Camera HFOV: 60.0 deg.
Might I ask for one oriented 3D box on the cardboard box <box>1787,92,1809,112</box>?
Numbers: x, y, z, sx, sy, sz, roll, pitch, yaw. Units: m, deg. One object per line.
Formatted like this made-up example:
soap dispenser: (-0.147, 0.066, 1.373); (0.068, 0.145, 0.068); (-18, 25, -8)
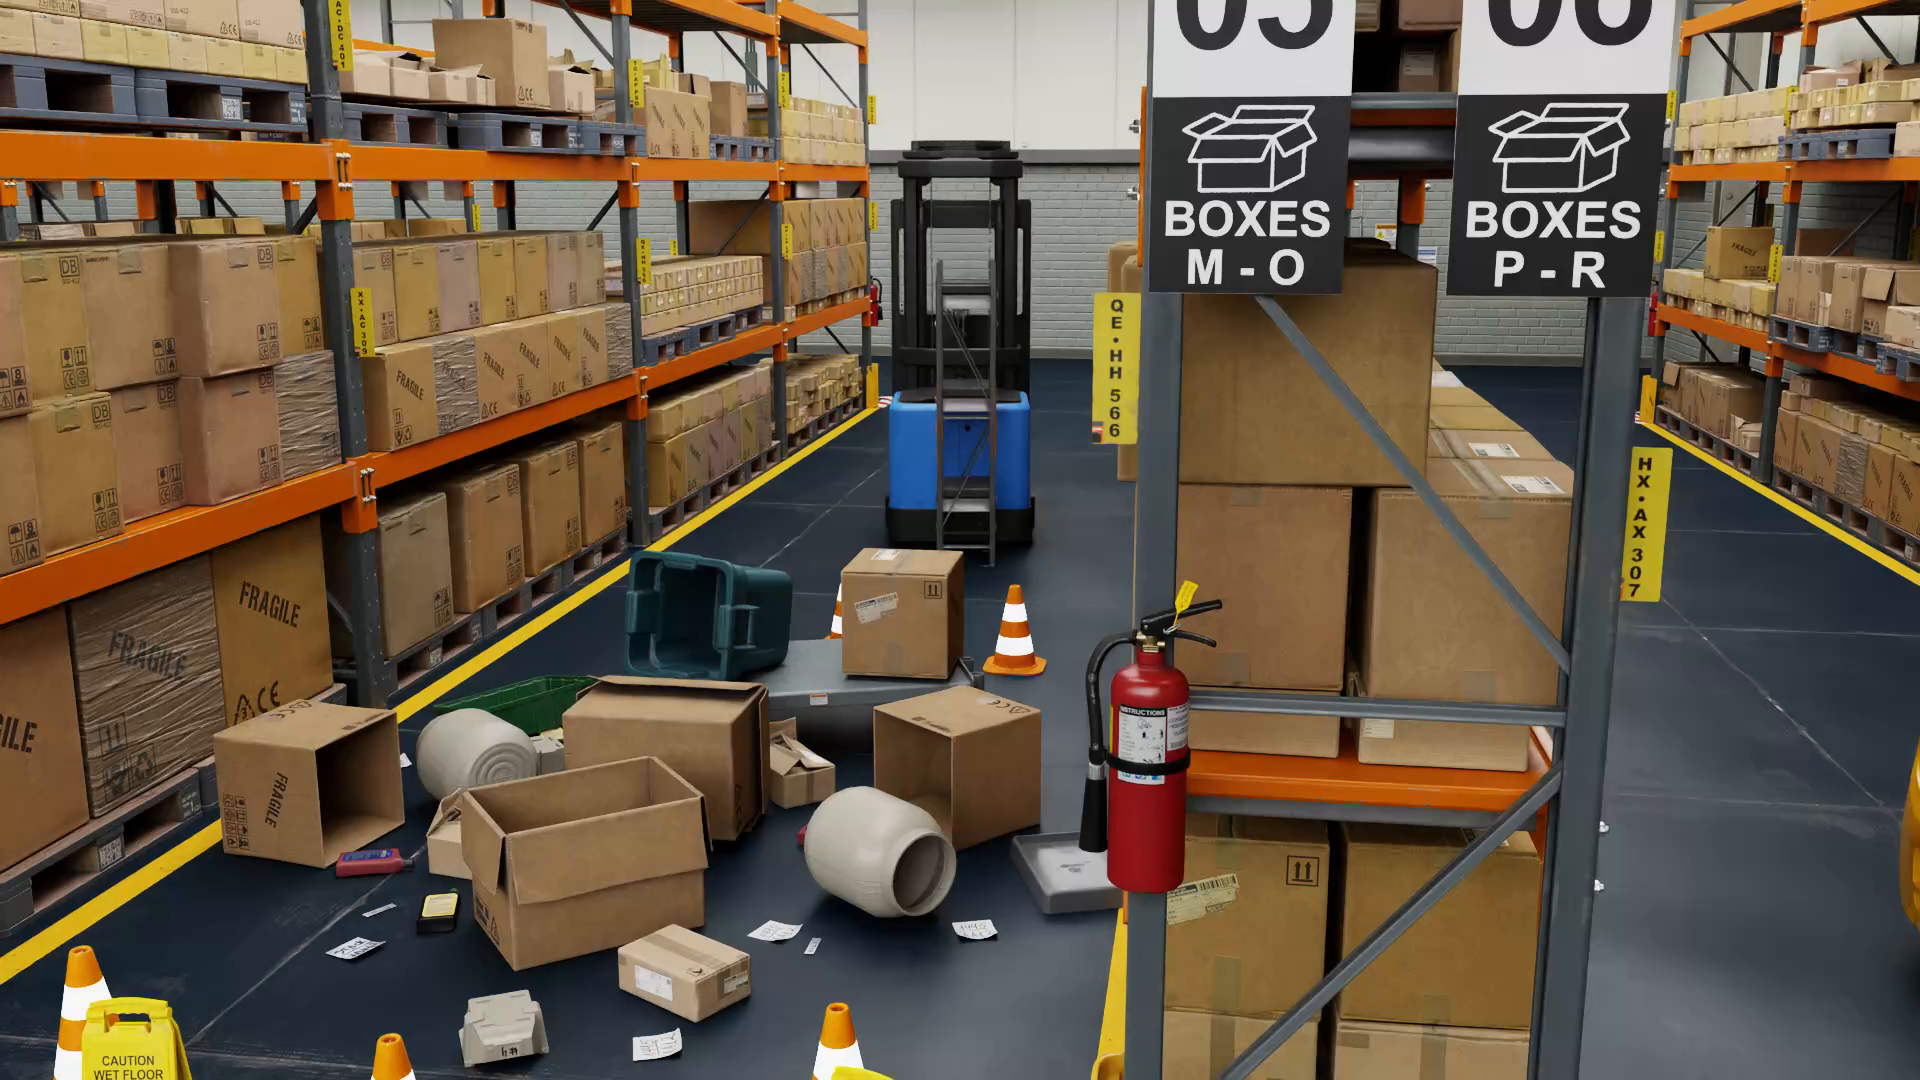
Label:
cardboard box: (7.153, -3.659, 13.887); (0.380, 0.149, 0.250); (2, 12, 10)

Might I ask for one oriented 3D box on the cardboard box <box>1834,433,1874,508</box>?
cardboard box: (7.097, -0.531, 12.774); (0.500, 0.500, 0.500); (1, 12, 7)

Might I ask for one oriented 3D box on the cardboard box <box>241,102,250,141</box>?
cardboard box: (-7.144, -4.044, 15.786); (0.700, 0.500, 0.500); (2, 12, 10)

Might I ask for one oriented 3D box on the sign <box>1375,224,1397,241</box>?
sign: (6.217, -4.481, 24.207); (0.339, 0.242, 0.001); (2, 12, 9)

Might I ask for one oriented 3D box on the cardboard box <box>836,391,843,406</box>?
cardboard box: (-1.506, -1.575, 18.453); (0.380, 0.149, 0.250); (1, 12, 6)

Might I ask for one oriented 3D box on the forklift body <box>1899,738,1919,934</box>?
forklift body: (4.276, 0.495, 5.090); (2.313, 2.155, 1.214); (2, 12, 9)

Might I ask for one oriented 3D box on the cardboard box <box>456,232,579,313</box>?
cardboard box: (-2.950, -1.770, 10.974); (0.700, 0.500, 0.500); (2, 12, 8)

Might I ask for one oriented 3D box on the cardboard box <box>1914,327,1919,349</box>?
cardboard box: (6.739, -1.363, 11.296); (0.380, 0.149, 0.250); (2, 12, 10)

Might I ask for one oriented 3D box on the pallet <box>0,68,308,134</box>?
pallet: (-3.546, -1.851, 7.052); (1.003, 0.211, 1.213); (2, 12, 9)

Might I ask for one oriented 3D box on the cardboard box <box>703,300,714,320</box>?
cardboard box: (-2.283, -1.930, 13.927); (0.380, 0.149, 0.250); (1, 12, 7)

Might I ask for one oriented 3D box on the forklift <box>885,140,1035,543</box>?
forklift: (0.009, -1.669, 13.282); (1.130, 2.935, 3.031); (0, 12, 0)

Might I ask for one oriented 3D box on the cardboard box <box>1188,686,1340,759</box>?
cardboard box: (0.728, 0.412, 4.057); (0.380, 0.149, 0.250); (2, 12, 11)

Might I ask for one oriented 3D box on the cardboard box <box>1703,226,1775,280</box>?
cardboard box: (7.682, -2.837, 16.408); (0.500, 0.500, 0.500); (2, 12, 10)

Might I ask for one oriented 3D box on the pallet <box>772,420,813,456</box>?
pallet: (-2.111, -1.041, 16.823); (1.003, 0.211, 1.213); (2, 12, 9)

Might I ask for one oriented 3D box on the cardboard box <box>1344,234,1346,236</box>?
cardboard box: (1.115, -0.951, 6.471); (0.700, 0.500, 0.500); (2, 12, 9)

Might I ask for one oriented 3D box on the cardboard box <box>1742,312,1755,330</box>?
cardboard box: (7.467, -2.025, 15.368); (0.380, 0.149, 0.250); (2, 12, 10)

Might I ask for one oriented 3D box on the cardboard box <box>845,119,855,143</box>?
cardboard box: (-1.461, -4.523, 18.408); (0.500, 0.250, 0.500); (2, 12, 7)

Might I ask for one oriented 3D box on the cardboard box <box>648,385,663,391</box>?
cardboard box: (-2.788, -1.142, 13.829); (0.500, 0.250, 0.500); (2, 12, 10)

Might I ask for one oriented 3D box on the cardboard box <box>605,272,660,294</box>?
cardboard box: (-2.493, -1.950, 12.608); (0.380, 0.149, 0.250); (2, 12, 7)

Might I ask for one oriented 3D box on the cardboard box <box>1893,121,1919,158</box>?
cardboard box: (7.010, -2.848, 11.823); (0.500, 0.250, 0.500); (2, 12, 9)

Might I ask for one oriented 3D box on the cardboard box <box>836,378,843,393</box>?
cardboard box: (-1.508, -1.717, 18.406); (0.380, 0.149, 0.250); (2, 12, 9)

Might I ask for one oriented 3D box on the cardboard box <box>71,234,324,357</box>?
cardboard box: (-3.500, -1.123, 7.667); (0.875, 0.550, 0.550); (2, 12, 9)

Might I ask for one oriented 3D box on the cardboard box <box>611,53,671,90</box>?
cardboard box: (-2.380, -3.503, 12.451); (0.396, 0.266, 0.258); (2, 12, 9)

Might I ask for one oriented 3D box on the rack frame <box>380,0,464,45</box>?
rack frame: (-6.449, -6.210, 19.950); (1.000, 3.000, 0.127); (2, 12, 9)

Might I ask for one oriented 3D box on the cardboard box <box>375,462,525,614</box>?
cardboard box: (-3.251, -0.036, 9.885); (1.050, 0.750, 0.750); (2, 12, 9)

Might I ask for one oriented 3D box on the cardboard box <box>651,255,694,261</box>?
cardboard box: (-2.694, -2.569, 15.483); (0.380, 0.149, 0.250); (3, 12, 12)

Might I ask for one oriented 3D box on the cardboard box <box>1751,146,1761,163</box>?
cardboard box: (7.529, -3.549, 15.318); (0.380, 0.149, 0.250); (2, 12, 8)

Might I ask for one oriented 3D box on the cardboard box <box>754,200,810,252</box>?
cardboard box: (-1.804, -3.141, 16.630); (0.500, 0.500, 0.500); (2, 12, 7)

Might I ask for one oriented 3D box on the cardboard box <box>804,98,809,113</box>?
cardboard box: (-1.733, -4.365, 16.730); (0.380, 0.149, 0.250); (1, 12, 7)

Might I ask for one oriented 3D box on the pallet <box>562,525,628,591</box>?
pallet: (-2.990, 0.094, 11.555); (1.003, 0.211, 1.213); (2, 12, 9)

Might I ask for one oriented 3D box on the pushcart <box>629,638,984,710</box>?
pushcart: (-0.763, 0.760, 8.072); (1.648, 0.377, 0.936); (-2, 12, -11)

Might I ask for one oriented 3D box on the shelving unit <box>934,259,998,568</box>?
shelving unit: (0.044, -0.888, 11.629); (0.431, 2.100, 0.503); (0, 12, 0)

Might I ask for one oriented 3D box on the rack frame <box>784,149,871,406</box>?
rack frame: (-1.564, -3.096, 19.739); (1.000, 3.000, 0.127); (2, 12, 9)

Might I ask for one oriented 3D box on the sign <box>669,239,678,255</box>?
sign: (-2.717, -2.702, 15.858); (0.100, 0.325, 0.005); (2, 12, 9)

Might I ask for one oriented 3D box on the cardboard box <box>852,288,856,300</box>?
cardboard box: (-1.410, -2.845, 19.173); (0.380, 0.149, 0.250); (2, 12, 9)

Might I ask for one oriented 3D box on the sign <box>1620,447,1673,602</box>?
sign: (1.418, -0.031, 3.465); (0.100, 0.325, 0.005); (2, 12, 9)

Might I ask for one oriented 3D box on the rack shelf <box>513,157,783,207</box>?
rack shelf: (-2.487, -2.962, 13.703); (1.077, 0.370, 4.000); (2, 12, 9)

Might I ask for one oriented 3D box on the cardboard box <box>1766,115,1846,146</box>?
cardboard box: (7.459, -3.611, 14.658); (0.500, 0.250, 0.500); (2, 12, 9)

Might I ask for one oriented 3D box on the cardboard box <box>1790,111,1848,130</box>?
cardboard box: (7.194, -3.512, 13.913); (0.380, 0.149, 0.250); (2, 12, 10)

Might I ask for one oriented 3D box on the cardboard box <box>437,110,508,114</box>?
cardboard box: (-3.200, -2.830, 10.506); (0.500, 0.250, 0.500); (2, 12, 10)

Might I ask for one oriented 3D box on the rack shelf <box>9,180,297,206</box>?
rack shelf: (-7.372, -3.143, 14.546); (1.077, 0.370, 4.000); (2, 12, 9)

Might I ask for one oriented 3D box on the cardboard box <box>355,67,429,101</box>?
cardboard box: (-3.005, -2.403, 8.768); (0.250, 0.149, 0.380); (2, 12, 9)

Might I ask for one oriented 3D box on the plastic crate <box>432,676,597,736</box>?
plastic crate: (-2.142, 0.827, 8.073); (0.450, 0.188, 0.662); (-3, 8, 40)

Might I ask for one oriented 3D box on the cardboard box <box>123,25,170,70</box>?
cardboard box: (-3.306, -1.898, 6.422); (0.380, 0.149, 0.250); (2, 12, 10)

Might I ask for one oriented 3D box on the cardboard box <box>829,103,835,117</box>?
cardboard box: (-1.553, -4.584, 17.746); (0.380, 0.149, 0.250); (2, 12, 10)

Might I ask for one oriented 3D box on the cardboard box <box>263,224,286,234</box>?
cardboard box: (-7.258, -2.988, 17.108); (0.500, 0.500, 0.500); (2, 12, 10)

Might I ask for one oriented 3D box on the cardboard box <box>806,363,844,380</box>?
cardboard box: (-1.493, -1.862, 18.371); (0.380, 0.149, 0.250); (2, 12, 11)

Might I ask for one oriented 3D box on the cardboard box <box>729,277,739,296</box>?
cardboard box: (-2.163, -2.238, 14.653); (0.380, 0.149, 0.250); (1, 12, 7)

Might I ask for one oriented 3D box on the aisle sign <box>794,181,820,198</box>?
aisle sign: (-1.849, -4.392, 19.580); (0.394, 0.787, 0.004); (2, 12, 9)

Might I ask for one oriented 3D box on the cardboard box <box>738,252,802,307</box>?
cardboard box: (-1.854, -2.552, 16.274); (0.500, 0.500, 0.500); (2, 12, 8)

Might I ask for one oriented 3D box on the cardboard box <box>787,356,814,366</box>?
cardboard box: (-1.904, -2.039, 19.193); (0.380, 0.149, 0.250); (2, 12, 10)

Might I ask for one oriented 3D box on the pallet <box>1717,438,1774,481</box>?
pallet: (7.739, -0.743, 15.443); (1.003, 0.211, 1.213); (2, 12, 9)

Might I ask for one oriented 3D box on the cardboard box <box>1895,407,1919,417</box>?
cardboard box: (7.688, -0.963, 13.237); (0.380, 0.149, 0.250); (2, 12, 10)

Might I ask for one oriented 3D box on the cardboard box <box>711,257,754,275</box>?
cardboard box: (-2.089, -2.491, 15.118); (0.380, 0.149, 0.250); (2, 12, 7)

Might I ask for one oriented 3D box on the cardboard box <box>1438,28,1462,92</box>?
cardboard box: (1.254, -1.028, 3.619); (0.380, 0.149, 0.250); (2, 12, 9)

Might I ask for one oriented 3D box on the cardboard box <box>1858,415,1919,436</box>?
cardboard box: (7.163, -0.867, 12.794); (0.380, 0.149, 0.250); (2, 12, 9)

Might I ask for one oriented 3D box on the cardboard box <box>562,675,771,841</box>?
cardboard box: (-1.214, 0.886, 6.868); (0.797, 0.637, 0.503); (2, 12, 9)
